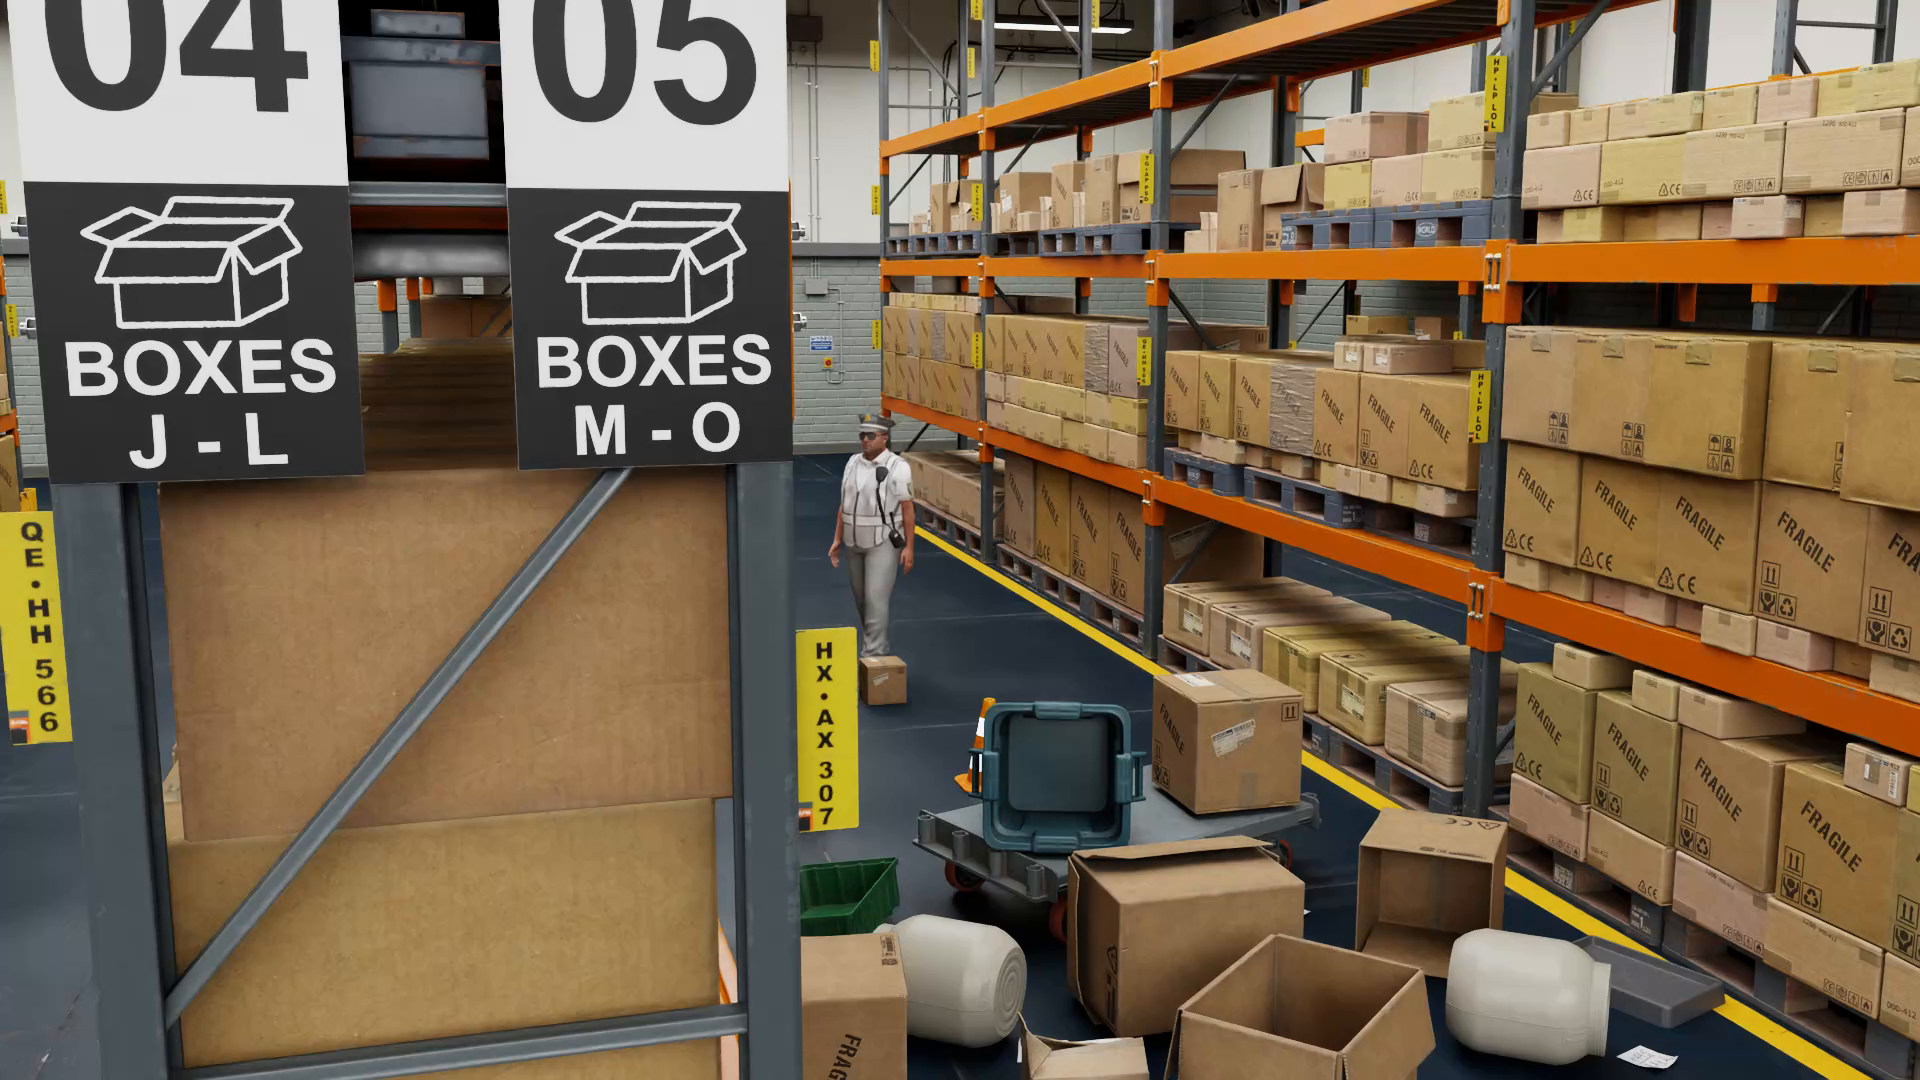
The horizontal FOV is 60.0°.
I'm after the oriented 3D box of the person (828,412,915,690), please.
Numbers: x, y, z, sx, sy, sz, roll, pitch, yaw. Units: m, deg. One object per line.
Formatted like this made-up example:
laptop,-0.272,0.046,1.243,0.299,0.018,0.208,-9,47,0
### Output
person,-0.664,0.042,11.000,0.548,1.765,0.670,7,11,35
